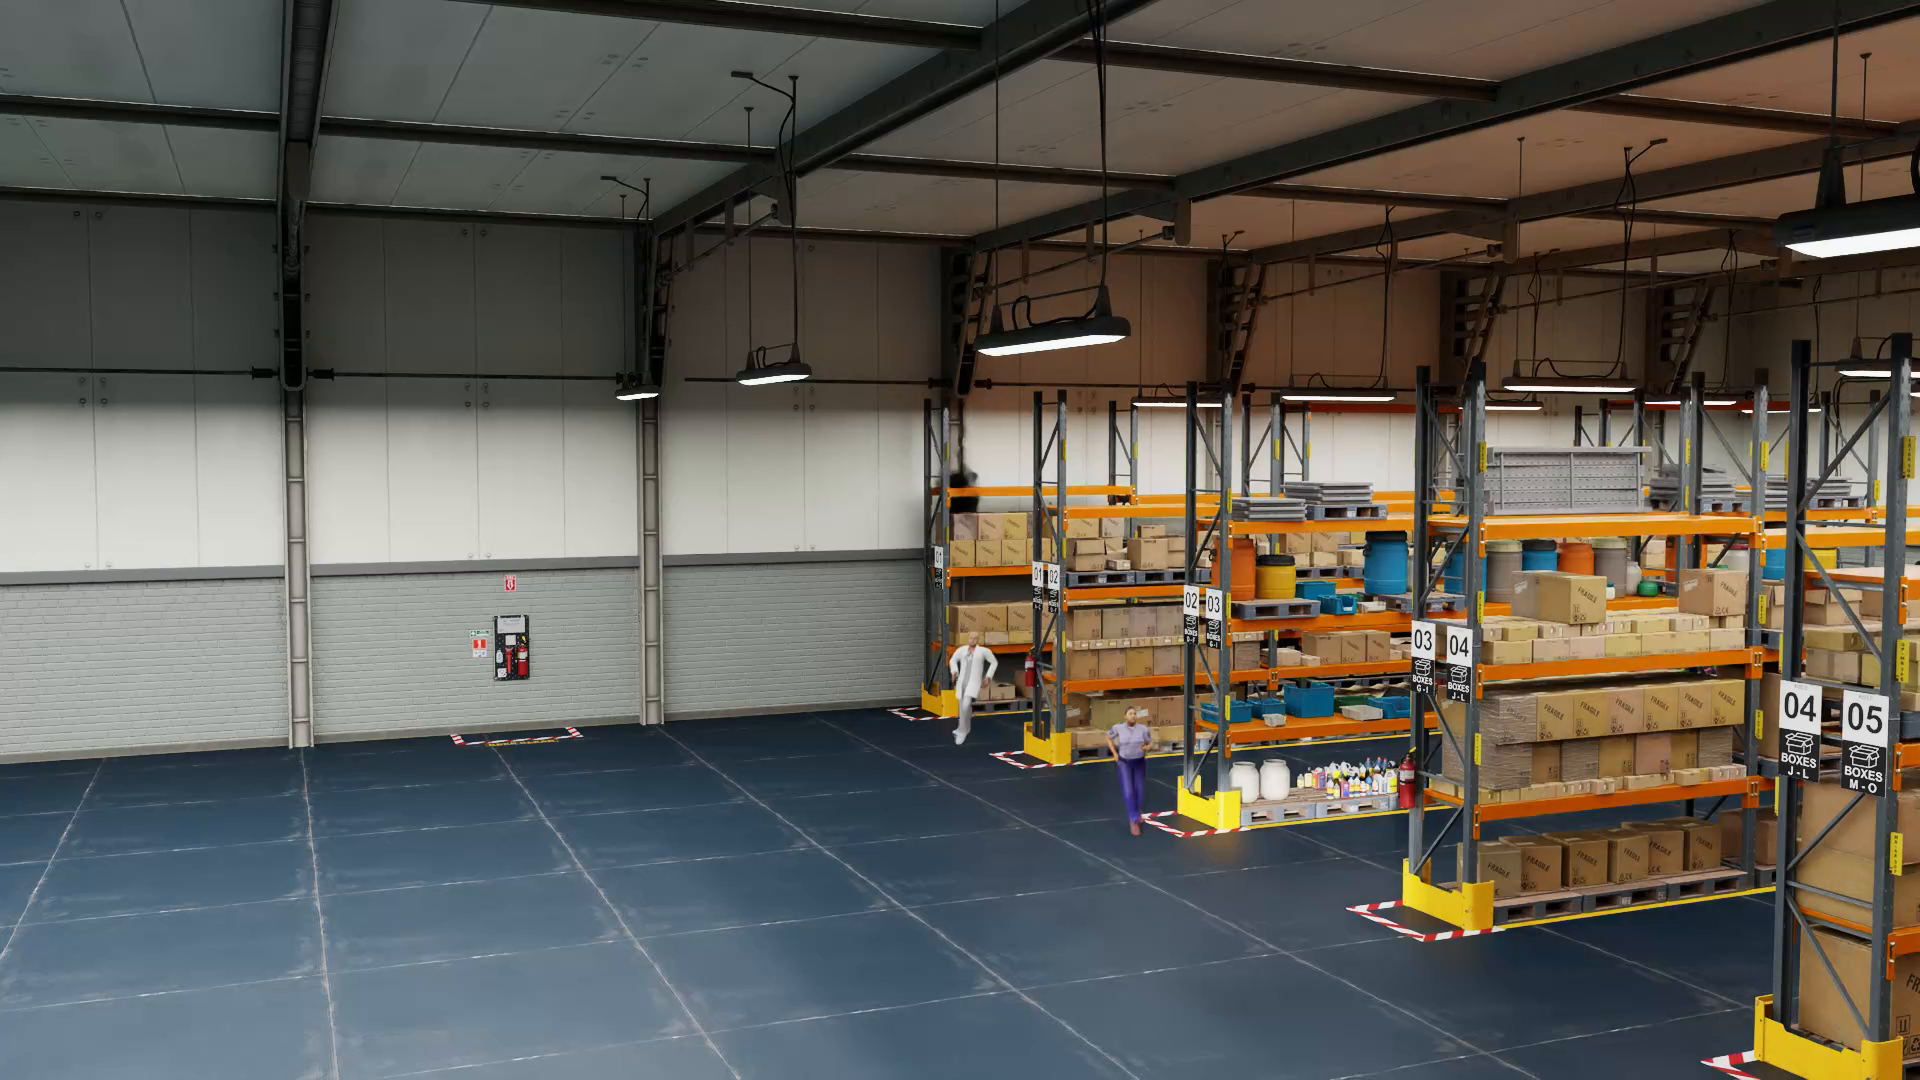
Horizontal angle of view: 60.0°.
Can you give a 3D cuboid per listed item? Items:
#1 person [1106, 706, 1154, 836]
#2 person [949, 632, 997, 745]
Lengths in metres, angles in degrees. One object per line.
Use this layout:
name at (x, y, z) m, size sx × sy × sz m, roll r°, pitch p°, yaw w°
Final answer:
person at (2.274, 3.040, 22.131) m, size 0.596 × 1.687 × 0.744 m, roll -1°, pitch 3°, yaw -9°
person at (0.183, 2.425, 27.413) m, size 0.773 × 1.847 × 0.699 m, roll 2°, pitch 4°, yaw 25°
